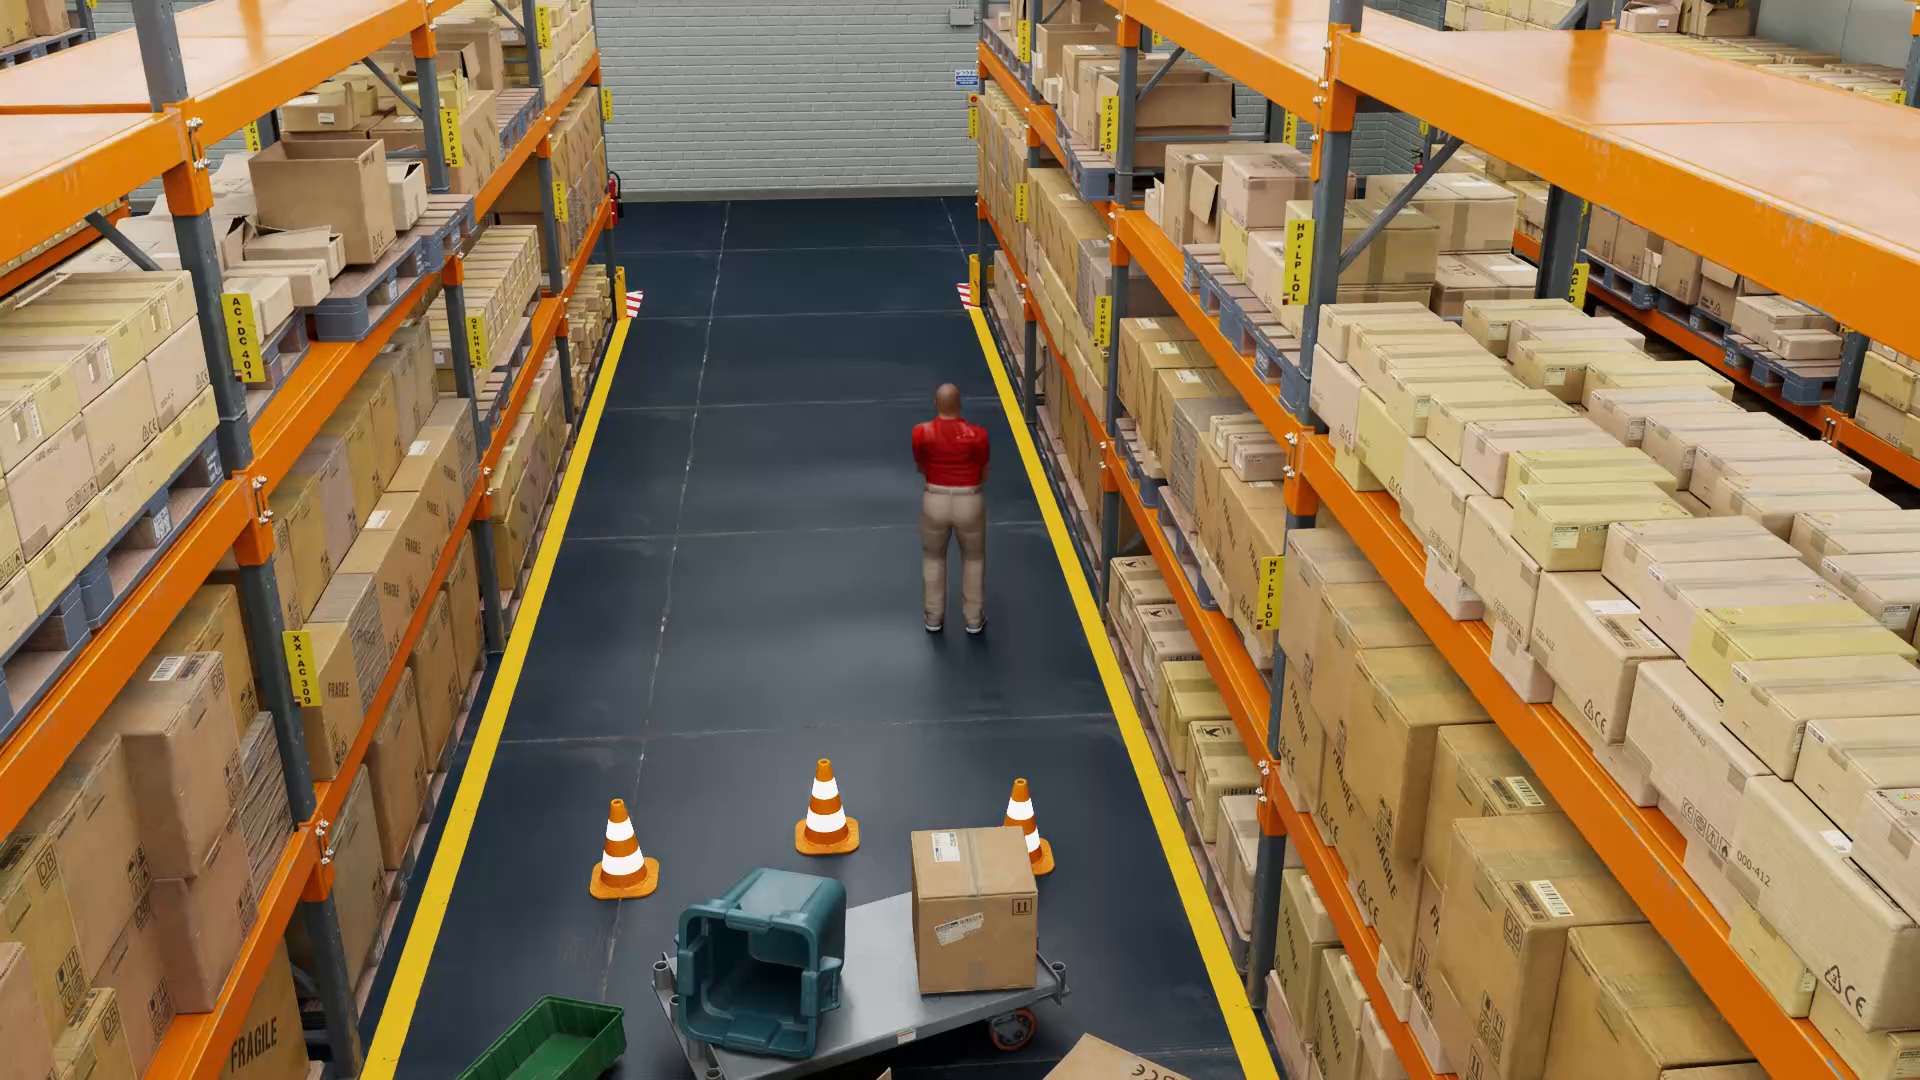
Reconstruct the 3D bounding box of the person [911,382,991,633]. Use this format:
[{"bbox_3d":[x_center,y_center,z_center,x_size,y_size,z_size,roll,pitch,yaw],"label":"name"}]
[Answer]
[{"bbox_3d":[-0.046,-0.249,10.919,0.509,1.722,0.533,2,24,6],"label":"person"}]
